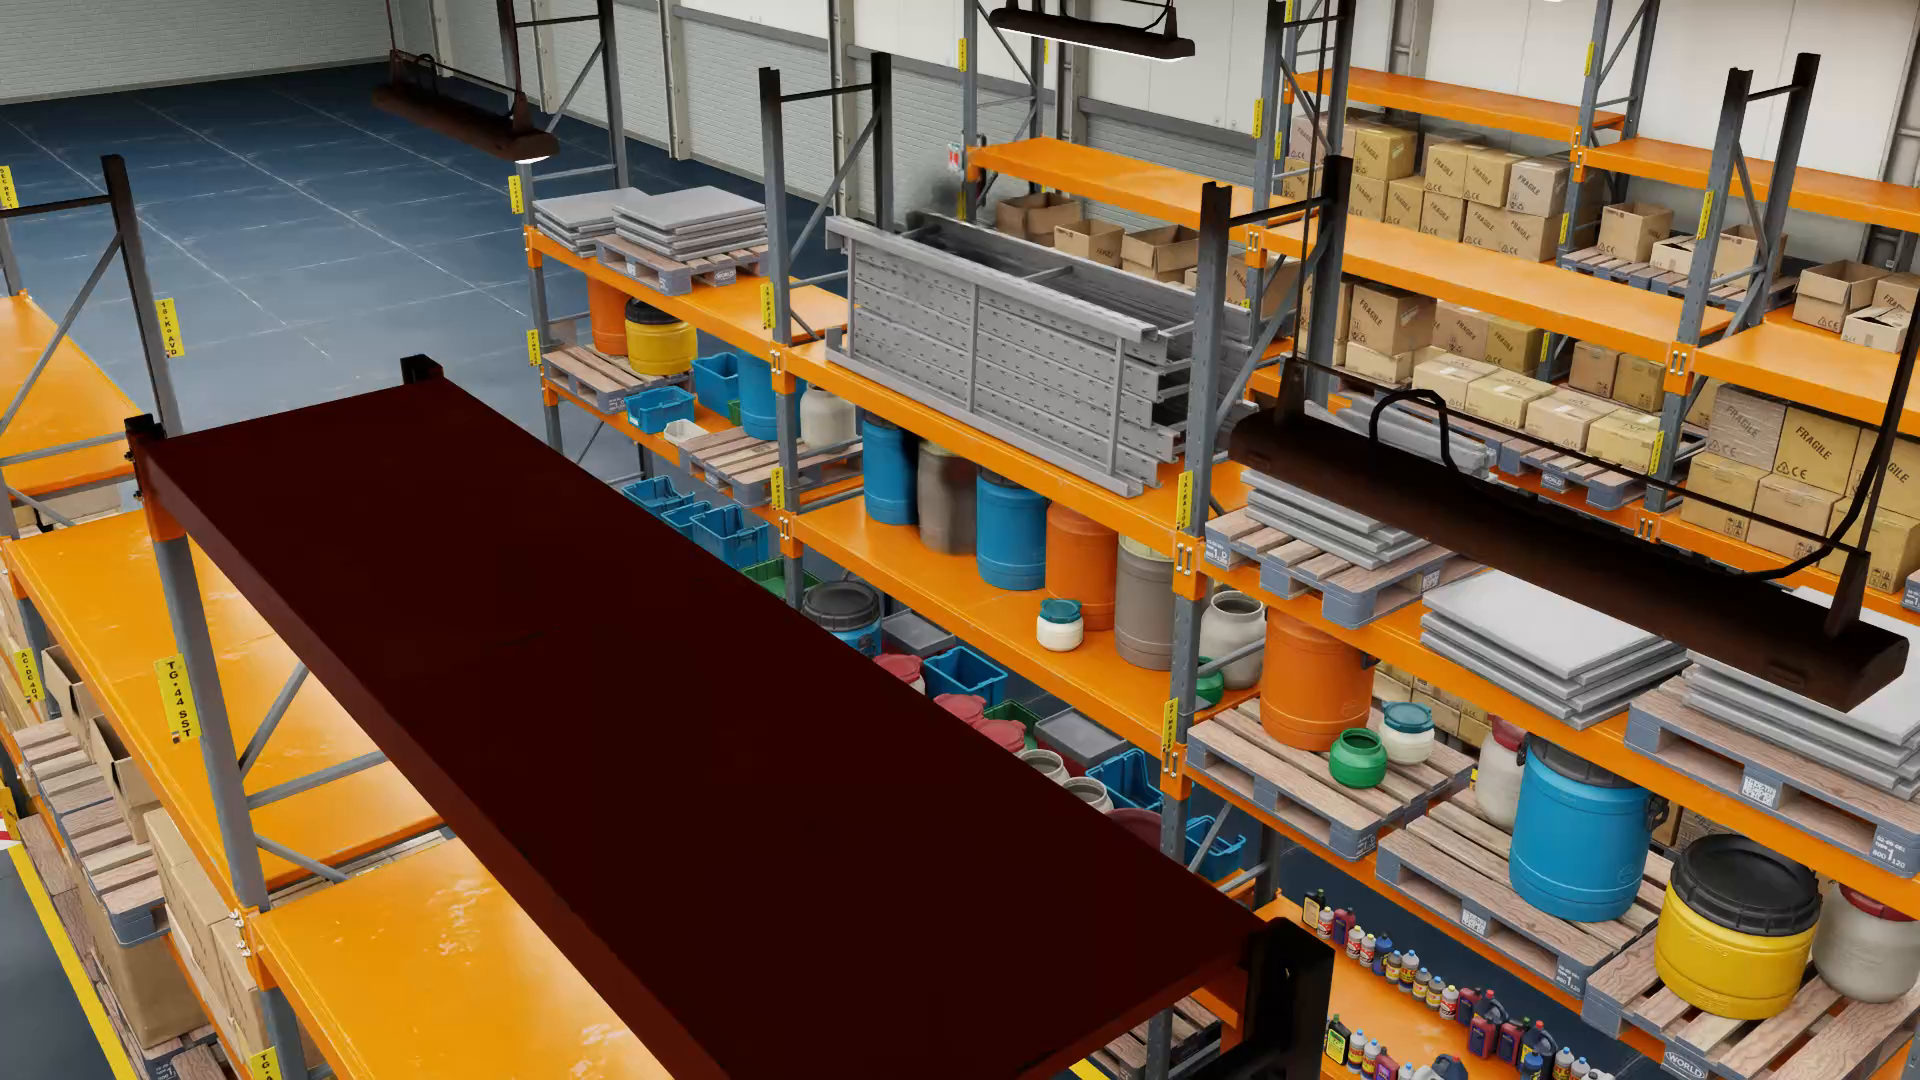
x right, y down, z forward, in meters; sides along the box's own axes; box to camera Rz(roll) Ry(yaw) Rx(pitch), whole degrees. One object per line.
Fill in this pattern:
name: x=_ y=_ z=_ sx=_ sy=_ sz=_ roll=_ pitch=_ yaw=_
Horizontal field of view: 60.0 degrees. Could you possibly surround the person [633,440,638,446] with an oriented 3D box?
person: x=-3.605 y=-2.061 z=20.485 sx=0.991 sy=1.831 sz=0.730 roll=-5 pitch=26 yaw=-9
